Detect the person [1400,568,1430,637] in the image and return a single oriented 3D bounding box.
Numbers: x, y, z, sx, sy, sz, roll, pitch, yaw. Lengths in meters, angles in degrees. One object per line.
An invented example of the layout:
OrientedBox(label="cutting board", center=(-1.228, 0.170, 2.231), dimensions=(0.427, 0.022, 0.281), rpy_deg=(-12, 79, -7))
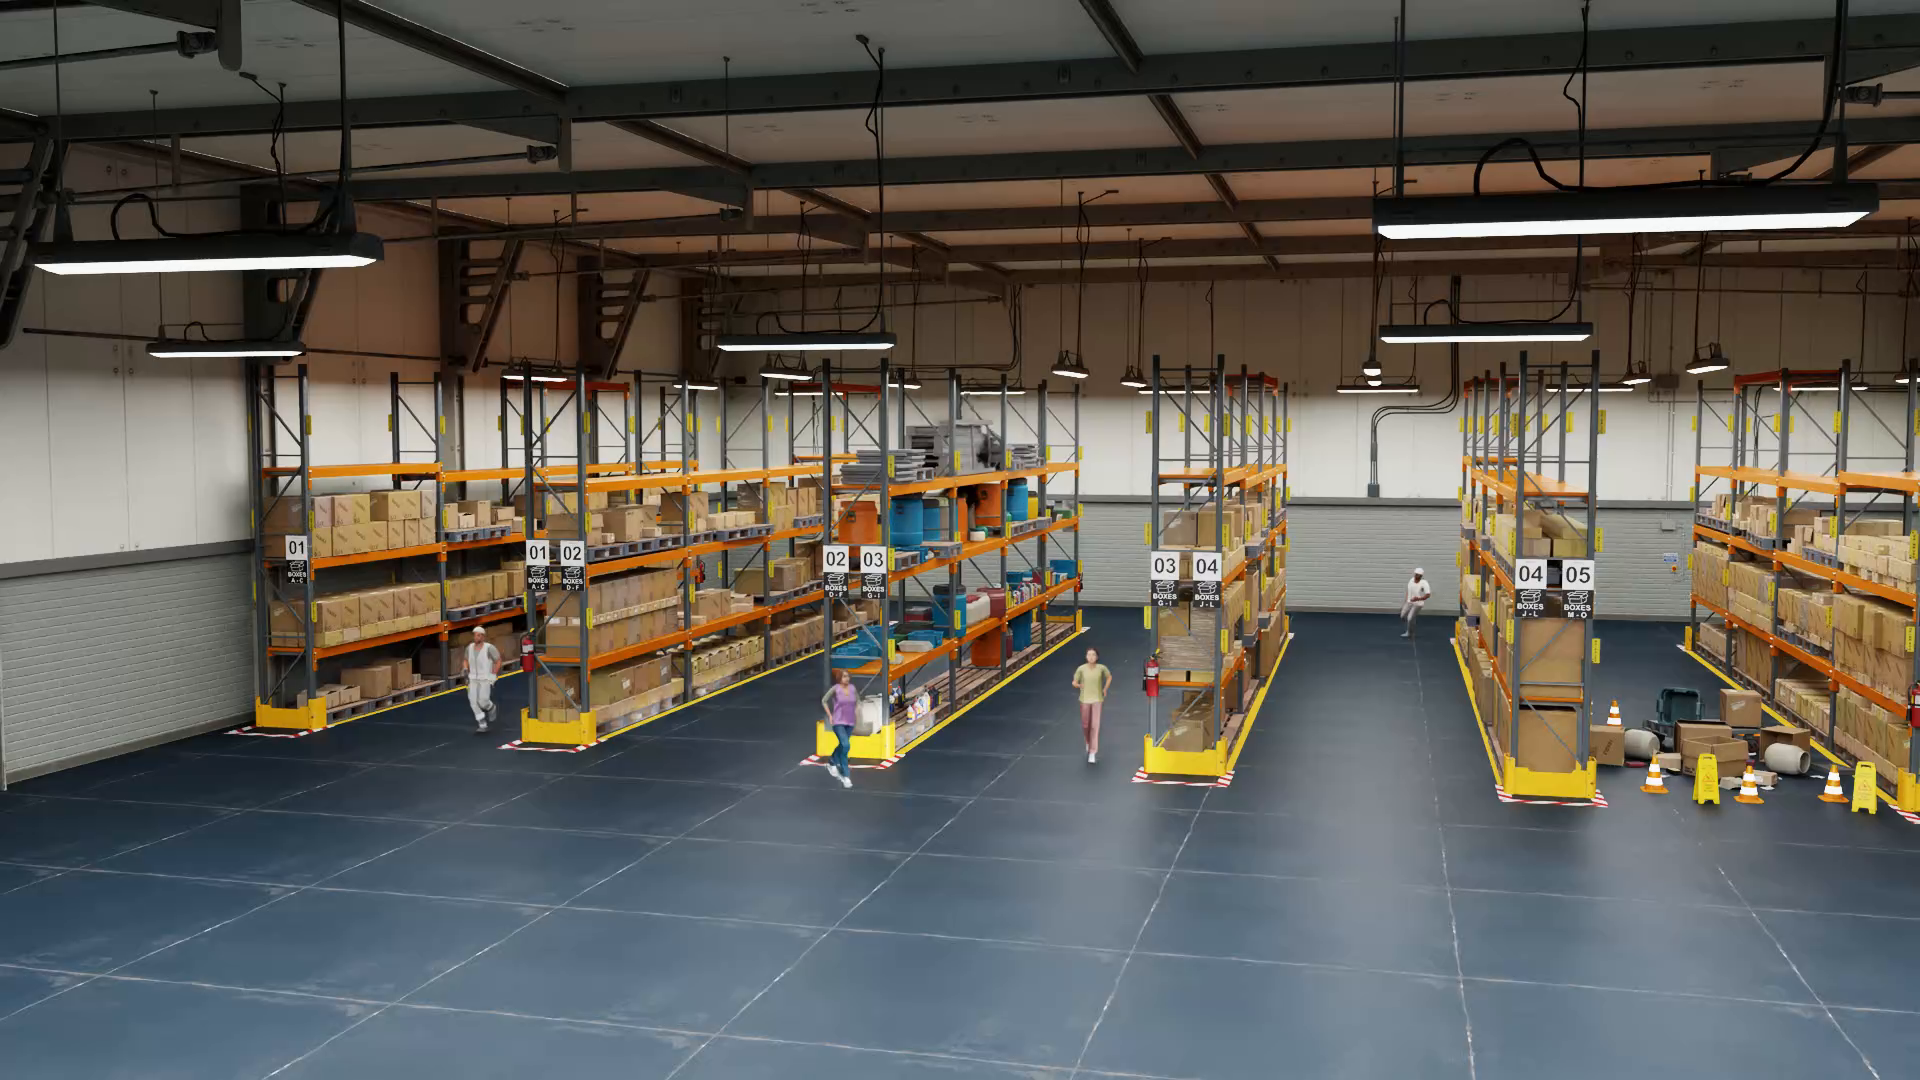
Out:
OrientedBox(label="person", center=(10.693, 1.475, 39.061), dimensions=(0.557, 1.666, 0.770), rpy_deg=(-3, 5, -34))

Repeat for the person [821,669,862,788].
OrientedBox(label="person", center=(-1.652, 2.599, 23.260), dimensions=(0.525, 1.640, 0.721), rpy_deg=(-3, 5, -36))

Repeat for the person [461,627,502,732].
OrientedBox(label="person", center=(-7.798, 2.274, 27.051), dimensions=(0.660, 1.746, 0.618), rpy_deg=(1, 4, 11))

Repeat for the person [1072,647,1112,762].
OrientedBox(label="person", center=(1.962, 2.425, 24.848), dimensions=(0.581, 1.650, 0.946), rpy_deg=(1, 4, 8))
